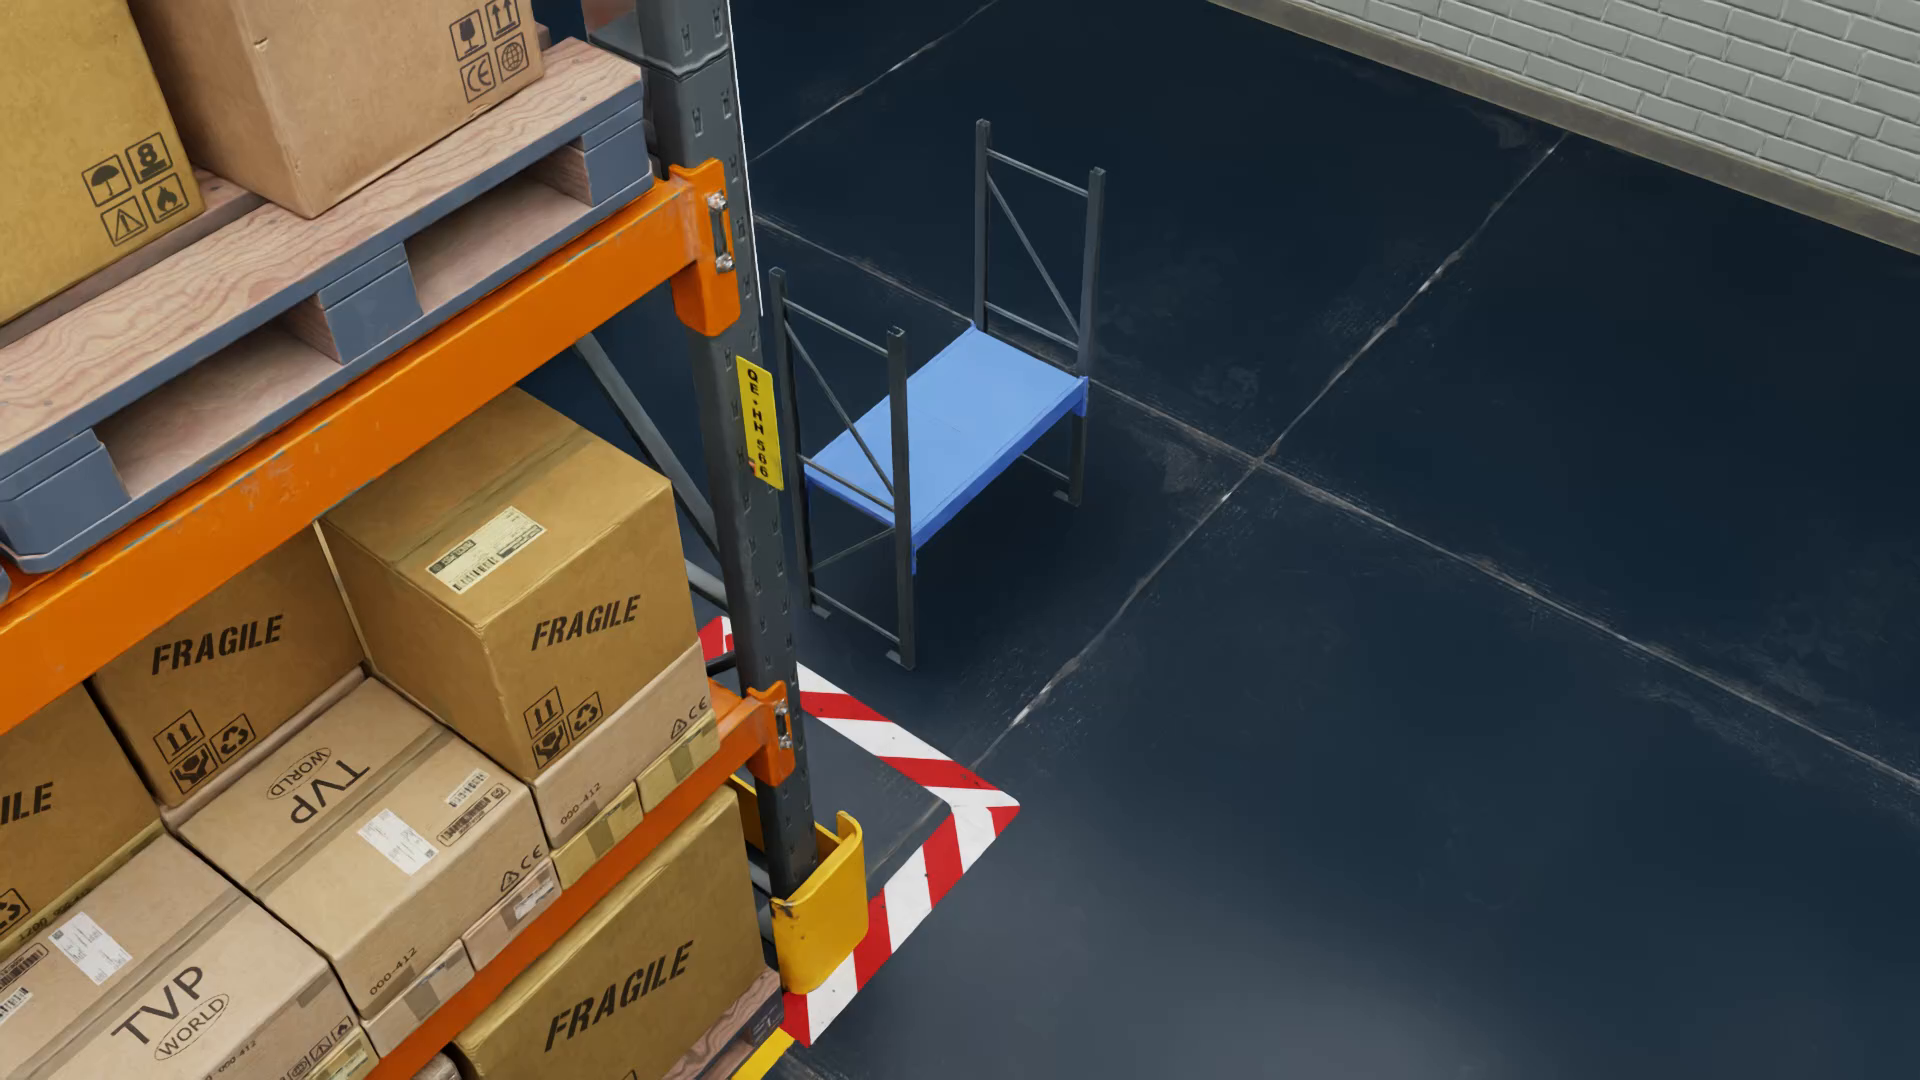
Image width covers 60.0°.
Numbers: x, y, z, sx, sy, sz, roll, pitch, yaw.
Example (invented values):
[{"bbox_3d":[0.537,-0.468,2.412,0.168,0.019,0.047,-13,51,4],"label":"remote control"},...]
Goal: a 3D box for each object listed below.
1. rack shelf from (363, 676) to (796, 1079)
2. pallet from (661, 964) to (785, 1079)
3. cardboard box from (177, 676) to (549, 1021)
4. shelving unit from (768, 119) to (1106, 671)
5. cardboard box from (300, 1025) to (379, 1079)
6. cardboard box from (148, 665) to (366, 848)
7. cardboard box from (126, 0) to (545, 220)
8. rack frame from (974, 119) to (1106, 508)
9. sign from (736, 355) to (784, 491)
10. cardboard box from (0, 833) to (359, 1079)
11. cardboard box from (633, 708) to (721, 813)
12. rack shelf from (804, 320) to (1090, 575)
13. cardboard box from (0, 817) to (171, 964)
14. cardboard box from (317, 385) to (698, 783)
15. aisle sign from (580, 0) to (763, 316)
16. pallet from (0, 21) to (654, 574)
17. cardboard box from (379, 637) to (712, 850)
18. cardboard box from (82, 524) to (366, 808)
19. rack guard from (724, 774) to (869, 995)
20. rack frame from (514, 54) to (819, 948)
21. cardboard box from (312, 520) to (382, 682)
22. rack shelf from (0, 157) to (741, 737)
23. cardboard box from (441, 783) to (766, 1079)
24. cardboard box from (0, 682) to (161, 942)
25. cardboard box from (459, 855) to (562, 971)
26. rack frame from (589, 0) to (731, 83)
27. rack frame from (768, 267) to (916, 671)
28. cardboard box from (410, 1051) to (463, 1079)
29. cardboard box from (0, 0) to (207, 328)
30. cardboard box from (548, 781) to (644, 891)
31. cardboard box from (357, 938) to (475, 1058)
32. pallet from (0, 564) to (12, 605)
[{"bbox_3d":[-2.059,1.388,3.347,1.077,0.370,4.000,29,53,25],"label":"rack shelf"},{"bbox_3d":[-1.263,1.451,4.718,1.003,0.211,1.213,29,53,25],"label":"pallet"},{"bbox_3d":[-1.233,0.629,3.473,0.500,0.250,0.500,28,53,24],"label":"cardboard box"},{"bbox_3d":[-0.052,-0.469,5.661,0.538,1.500,1.048,29,53,25],"label":"shelving unit"},{"bbox_3d":[-1.416,1.016,3.378,0.380,0.149,0.250,28,52,24],"label":"cardboard box"},{"bbox_3d":[-1.655,0.400,3.691,0.500,0.250,0.500,29,53,25],"label":"cardboard box"},{"bbox_3d":[-1.111,-0.934,2.564,0.700,0.500,0.500,26,52,23],"label":"cardboard box"},{"bbox_3d":[0.259,-0.760,5.939,0.500,1.500,0.032,29,53,25],"label":"rack frame"},{"bbox_3d":[-0.415,-0.239,3.439,0.100,0.325,0.005,29,53,25],"label":"sign"},{"bbox_3d":[-1.544,0.920,3.194,0.500,0.250,0.500,27,52,24],"label":"cardboard box"},{"bbox_3d":[-0.793,0.431,3.937,0.380,0.149,0.250,30,53,26],"label":"cardboard box"},{"bbox_3d":[-0.052,-0.345,5.791,0.538,0.185,1.000,29,53,25],"label":"rack shelf"},{"bbox_3d":[-1.966,0.686,3.418,0.500,0.250,0.500,28,52,24],"label":"cardboard box"},{"bbox_3d":[-0.926,0.080,3.478,0.500,0.500,0.500,30,53,25],"label":"cardboard box"},{"bbox_3d":[-0.554,-0.811,3.153,0.394,0.787,0.004,29,53,25],"label":"aisle sign"},{"bbox_3d":[-1.281,-0.581,2.718,1.003,0.211,1.213,29,53,25],"label":"pallet"},{"bbox_3d":[-0.922,0.339,3.750,0.500,0.250,0.500,28,53,24],"label":"cardboard box"},{"bbox_3d":[-1.649,0.127,3.434,0.500,0.500,0.500,28,52,24],"label":"cardboard box"},{"bbox_3d":[-0.821,0.845,5.097,1.175,0.500,0.348,29,53,25],"label":"rack guard"},{"bbox_3d":[-0.836,-0.005,4.180,1.000,3.000,0.127,29,53,25],"label":"rack frame"},{"bbox_3d":[-1.343,0.100,3.978,0.500,0.250,0.500,28,52,24],"label":"cardboard box"},{"bbox_3d":[-2.059,0.352,2.262,1.077,0.370,4.000,29,53,25],"label":"rack shelf"},{"bbox_3d":[-1.164,0.986,4.413,0.875,0.875,0.875,29,53,25],"label":"cardboard box"},{"bbox_3d":[-1.961,0.426,3.148,0.500,0.500,0.500,28,52,24],"label":"cardboard box"},{"bbox_3d":[-1.106,0.725,3.657,0.380,0.149,0.250,29,53,25],"label":"cardboard box"},{"bbox_3d":[-0.836,-2.077,2.011,1.000,3.000,0.127,29,53,25],"label":"rack frame"},{"bbox_3d":[-0.363,-0.178,5.383,0.500,1.500,0.032,29,53,25],"label":"rack frame"},{"bbox_3d":[-1.720,1.506,3.916,0.875,0.875,0.875,29,53,25],"label":"cardboard box"},{"bbox_3d":[-1.551,-0.665,2.308,0.700,0.500,0.500,27,52,24],"label":"cardboard box"},{"bbox_3d":[-0.951,0.581,3.794,0.380,0.149,0.250,30,53,25],"label":"cardboard box"},{"bbox_3d":[-1.259,0.867,3.521,0.380,0.149,0.250,30,53,26],"label":"cardboard box"},{"bbox_3d":[-2.027,0.120,2.048,1.003,0.211,1.213,29,53,25],"label":"pallet"}]
